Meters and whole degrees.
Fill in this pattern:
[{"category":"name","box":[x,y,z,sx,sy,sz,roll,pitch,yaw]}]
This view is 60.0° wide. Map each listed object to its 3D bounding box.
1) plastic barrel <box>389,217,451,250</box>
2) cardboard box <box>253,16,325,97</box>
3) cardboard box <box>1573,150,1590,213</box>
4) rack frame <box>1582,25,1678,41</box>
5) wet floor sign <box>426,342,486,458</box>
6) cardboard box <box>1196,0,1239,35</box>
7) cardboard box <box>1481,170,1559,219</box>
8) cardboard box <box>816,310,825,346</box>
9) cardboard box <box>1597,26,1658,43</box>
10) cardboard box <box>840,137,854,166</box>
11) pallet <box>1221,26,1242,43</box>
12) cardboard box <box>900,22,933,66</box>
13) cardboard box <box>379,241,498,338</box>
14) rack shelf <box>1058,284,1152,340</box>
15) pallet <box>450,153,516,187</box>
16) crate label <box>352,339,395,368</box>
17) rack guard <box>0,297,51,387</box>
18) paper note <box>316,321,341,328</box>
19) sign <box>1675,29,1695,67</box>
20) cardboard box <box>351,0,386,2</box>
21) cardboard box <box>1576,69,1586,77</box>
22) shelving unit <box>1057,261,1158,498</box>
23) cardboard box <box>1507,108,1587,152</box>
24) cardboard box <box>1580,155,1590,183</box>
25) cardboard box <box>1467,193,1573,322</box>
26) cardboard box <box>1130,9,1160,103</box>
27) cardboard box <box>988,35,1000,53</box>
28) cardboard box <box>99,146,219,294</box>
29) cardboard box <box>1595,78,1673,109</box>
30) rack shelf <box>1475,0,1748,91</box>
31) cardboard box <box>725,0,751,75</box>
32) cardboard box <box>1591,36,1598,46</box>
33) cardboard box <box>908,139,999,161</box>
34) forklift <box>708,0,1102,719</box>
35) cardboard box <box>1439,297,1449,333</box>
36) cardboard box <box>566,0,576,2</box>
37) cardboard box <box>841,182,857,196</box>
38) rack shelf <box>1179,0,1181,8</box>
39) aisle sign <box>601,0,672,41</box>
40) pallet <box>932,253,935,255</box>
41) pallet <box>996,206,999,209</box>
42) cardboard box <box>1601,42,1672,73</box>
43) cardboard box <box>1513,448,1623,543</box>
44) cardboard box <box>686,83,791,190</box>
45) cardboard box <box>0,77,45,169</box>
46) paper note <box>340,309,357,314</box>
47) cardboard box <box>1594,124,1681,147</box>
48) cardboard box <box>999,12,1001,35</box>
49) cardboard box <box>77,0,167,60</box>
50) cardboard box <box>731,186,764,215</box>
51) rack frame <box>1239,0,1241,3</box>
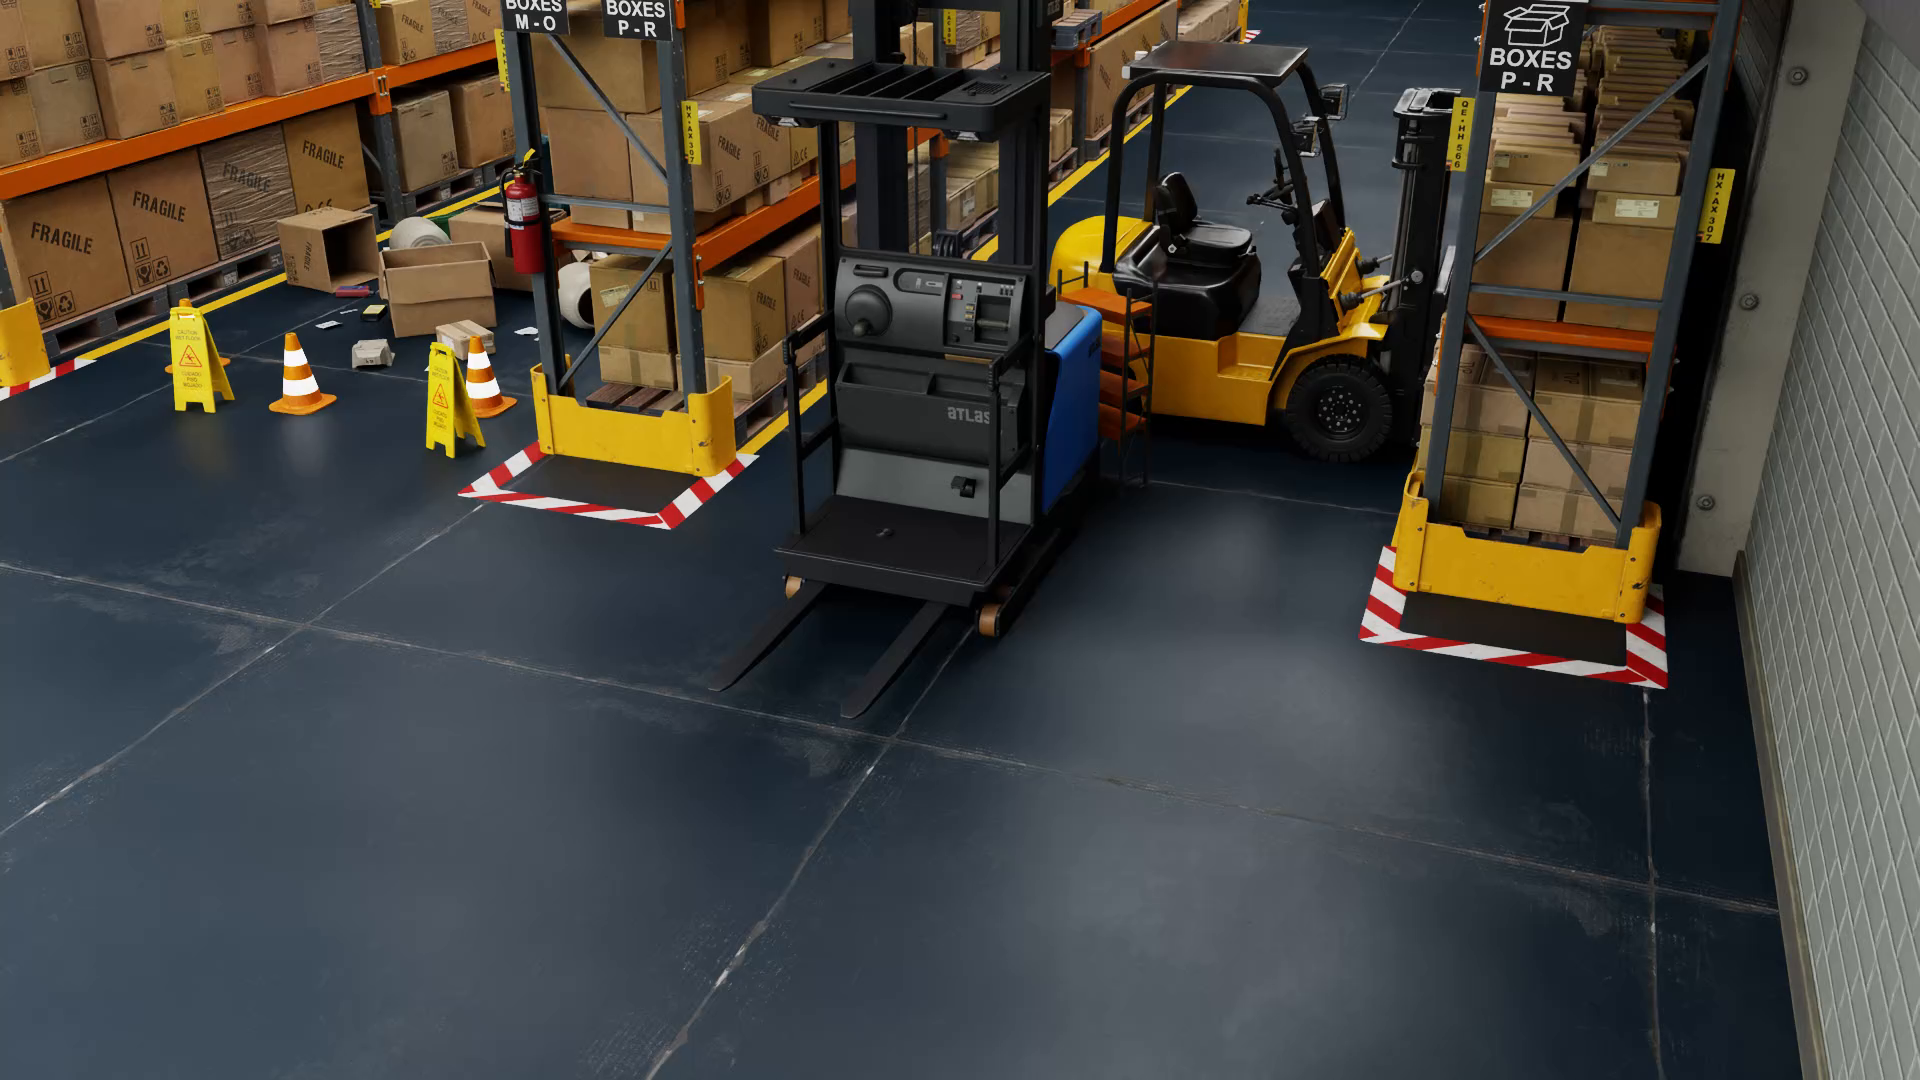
[{"category":"plastic barrel","box":[-4.226,-2.298,13.010,0.421,0.421,0.512,-14,29,-27]},{"category":"cardboard box","box":[-5.568,-3.831,13.047,0.875,0.550,0.550,9,27,17]},{"category":"cardboard box","box":[3.500,-1.740,8.788,0.500,0.500,0.500,8,27,17]},{"category":"rack frame","box":[4.089,-2.751,10.990,1.000,3.000,0.127,9,27,17]},{"category":"wet floor sign","box":[-2.997,-0.843,9.751,0.267,0.644,0.232,20,32,35]},{"category":"cardboard box","box":[3.275,-7.151,22.535,0.875,0.438,0.875,8,27,16]},{"category":"cardboard box","box":[2.609,-1.627,7.810,0.380,0.149,0.250,9,27,18]},{"category":"cardboard box","box":[-1.049,-1.503,11.086,0.500,0.250,0.500,11,28,21]},{"category":"cardboard box","box":[4.696,-3.515,11.708,0.380,0.149,0.250,8,27,17]},{"category":"cardboard box","box":[-0.913,-2.550,10.864,0.380,0.149,0.250,9,27,18]},{"category":"pallet","box":[3.208,-6.806,22.564,1.003,0.211,1.213,9,27,17]},{"category":"cardboard box","box":[-0.507,-3.430,11.935,0.500,0.500,0.500,8,27,16]},{"category":"cardboard box","box":[-3.727,-1.791,11.872,0.797,0.503,0.637,-9,27,-18]},{"category":"rack shelf","box":[0.793,-1.242,9.036,0.480,0.148,0.258,23,34,39]},{"category":"pallet","box":[-4.705,-3.722,16.195,1.003,0.211,1.213,9,27,17]},{"category":"crate label","box":[-3.955,-1.254,11.183,0.250,0.136,0.298,-5,26,-9]},{"category":"rack guard","box":[-6.634,-1.367,11.000,1.175,0.500,0.348,9,27,17]},{"category":"paper note","box":[-4.517,-1.546,11.910,0.144,0.017,0.142,20,32,35]},{"category":"sign","box":[4.613,-3.097,10.619,0.100,0.325,0.005,9,27,17]},{"category":"cardboard box","box":[-5.135,-4.846,14.054,0.700,0.500,0.500,8,27,17]},{"category":"cardboard box","box":[3.349,-2.593,9.463,0.380,0.149,0.250,9,27,17]},{"category":"shelving unit","box":[0.793,-0.888,9.207,0.503,1.200,0.258,23,34,39]},{"category":"cardboard box","box":[2.945,-2.065,8.372,0.380,0.149,0.250,9,27,18]},{"category":"cardboard box","box":[3.228,-1.760,8.084,0.380,0.149,0.250,8,27,17]},{"category":"cardboard box","box":[2.674,-1.393,8.070,0.500,0.500,0.500,8,27,16]},{"category":"cardboard box","box":[1.645,-5.351,18.316,0.875,0.875,0.875,10,27,19]},{"category":"cardboard box","box":[0.127,-4.055,13.490,0.380,0.149,0.250,9,27,18]},{"category":"cardboard box","box":[-6.172,-2.385,12.190,0.875,0.875,0.875,8,27,17]},{"category":"cardboard box","box":[3.697,-2.426,9.118,0.380,0.149,0.250,10,27,19]},{"category":"rack shelf","box":[3.423,-2.956,8.796,1.077,0.370,4.000,9,27,17]},{"category":"cardboard box","box":[-1.712,-3.128,10.164,0.700,0.500,0.500,8,27,17]},{"category":"cardboard box","box":[4.857,-3.494,12.124,0.500,0.250,0.500,8,27,16]},{"category":"cardboard box","box":[0.045,-3.274,14.603,0.950,0.372,0.625,10,27,19]},{"category":"forklift","box":[-0.217,-1.064,7.585,1.130,2.935,3.031,9,27,18]},{"category":"cardboard box","box":[2.940,-1.163,9.236,0.500,0.250,0.500,9,27,18]},{"category":"cardboard box","box":[-4.028,-5.406,16.358,0.500,0.500,0.500,9,27,17]},{"category":"cardboard box","box":[-0.705,-2.267,11.803,0.500,0.500,0.500,9,27,18]},{"category":"rack shelf","box":[2.734,-7.255,21.118,1.077,0.370,4.000,9,27,17]},{"category":"aisle sign","box":[-1.653,-2.925,8.367,0.394,0.787,0.004,9,27,17]},{"category":"pallet","box":[-0.784,-1.933,12.501,1.003,0.211,1.213,9,27,17]},{"category":"pallet","box":[0.069,-3.038,14.781,1.003,0.211,1.213,9,27,17]},{"category":"cardboard box","box":[4.145,-2.950,10.200,0.380,0.149,0.250,8,27,16]},{"category":"cardboard box","box":[3.105,-0.232,8.461,0.500,0.250,0.500,9,27,18]},{"category":"cardboard box","box":[-1.336,-2.372,9.752,0.500,0.500,0.500,10,27,19]},{"category":"cardboard box","box":[-6.545,-2.729,10.771,0.875,0.550,0.550,9,27,17]},{"category":"paper note","box":[-4.486,-1.678,12.204,0.123,0.001,0.032,-20,33,-36]},{"category":"cardboard box","box":[3.264,-1.898,8.029,0.380,0.149,0.250,9,27,18]},{"category":"cardboard box","box":[0.177,-4.396,13.448,0.500,0.500,0.500,9,27,17]},{"category":"cardboard box","box":[-6.055,-3.652,11.440,0.875,0.550,0.550,9,27,17]},{"category":"cardboard box","box":[-1.381,-2.025,9.779,0.380,0.149,0.250,8,27,16]},{"category":"rack frame","box":[3.400,-8.401,22.659,1.000,3.000,0.127,9,27,17]}]
